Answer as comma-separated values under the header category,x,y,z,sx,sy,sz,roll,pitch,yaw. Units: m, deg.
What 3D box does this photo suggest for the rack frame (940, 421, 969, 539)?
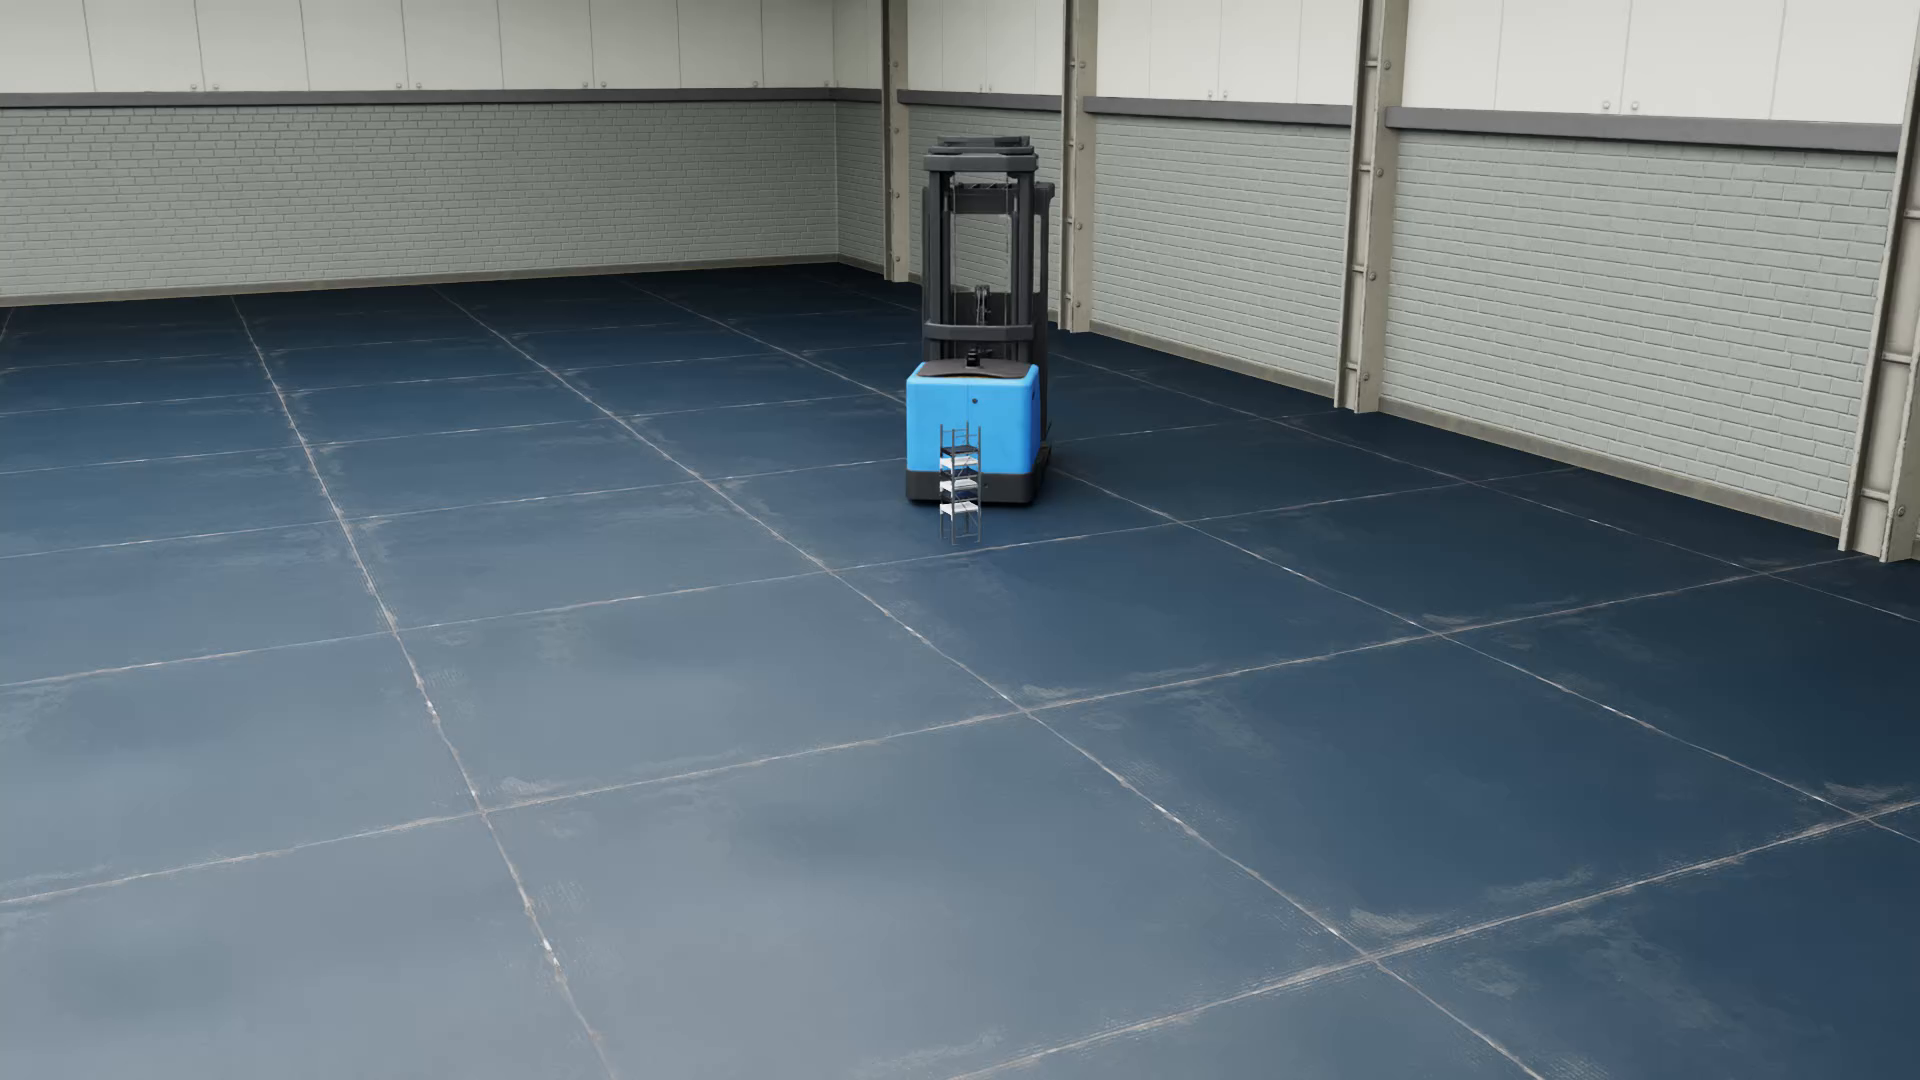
category,x,y,z,sx,sy,sz,roll,pitch,yaw
rack frame,-0.041,-0.456,12.707,0.240,0.900,0.006,-8,18,-25

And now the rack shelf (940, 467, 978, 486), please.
category,x,y,z,sx,sy,sz,roll,pitch,yaw
rack shelf,0.004,-0.485,12.604,0.258,0.077,0.200,-8,18,-25

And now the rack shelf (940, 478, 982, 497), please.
category,x,y,z,sx,sy,sz,roll,pitch,yaw
rack shelf,0.004,-0.398,12.629,0.258,0.077,0.200,-8,18,-25

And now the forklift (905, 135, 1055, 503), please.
category,x,y,z,sx,sy,sz,roll,pitch,yaw
forklift,0.248,-2.071,14.654,1.130,2.935,3.031,2,16,7

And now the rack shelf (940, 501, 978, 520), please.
category,x,y,z,sx,sy,sz,roll,pitch,yaw
rack shelf,0.004,-0.225,12.678,0.258,0.077,0.200,-8,18,-25

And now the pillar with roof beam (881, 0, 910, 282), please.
category,x,y,z,sx,sy,sz,roll,pitch,yaw
pillar with roof beam,-4.929,-8.169,24.904,9.100,9.000,0.400,-8,18,-25

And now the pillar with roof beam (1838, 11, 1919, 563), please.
category,x,y,z,sx,sy,sz,roll,pitch,yaw
pillar with roof beam,2.957,-3.706,9.351,9.100,9.000,0.400,-8,18,-25

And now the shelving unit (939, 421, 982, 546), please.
category,x,y,z,sx,sy,sz,roll,pitch,yaw
shelving unit,0.004,-0.431,12.620,0.258,0.900,0.210,-8,18,-25

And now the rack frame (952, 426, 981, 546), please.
category,x,y,z,sx,sy,sz,roll,pitch,yaw
rack frame,0.048,-0.405,12.532,0.240,0.900,0.006,-8,18,-25

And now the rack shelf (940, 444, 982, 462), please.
category,x,y,z,sx,sy,sz,roll,pitch,yaw
rack shelf,0.004,-0.658,12.554,0.258,0.077,0.200,-8,18,-25

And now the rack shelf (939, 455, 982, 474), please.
category,x,y,z,sx,sy,sz,roll,pitch,yaw
rack shelf,0.004,-0.572,12.579,0.258,0.077,0.200,-8,18,-25

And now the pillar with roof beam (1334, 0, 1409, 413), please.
category,x,y,z,sx,sy,sz,roll,pitch,yaw
pillar with roof beam,0.328,-5.194,14.535,9.100,9.000,0.400,-8,18,-25

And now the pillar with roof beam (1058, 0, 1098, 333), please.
category,x,y,z,sx,sy,sz,roll,pitch,yaw
pillar with roof beam,-2.300,-6.682,19.720,9.100,9.000,0.400,-8,18,-25

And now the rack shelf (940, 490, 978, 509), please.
category,x,y,z,sx,sy,sz,roll,pitch,yaw
rack shelf,0.004,-0.312,12.654,0.258,0.077,0.200,-8,18,-25
